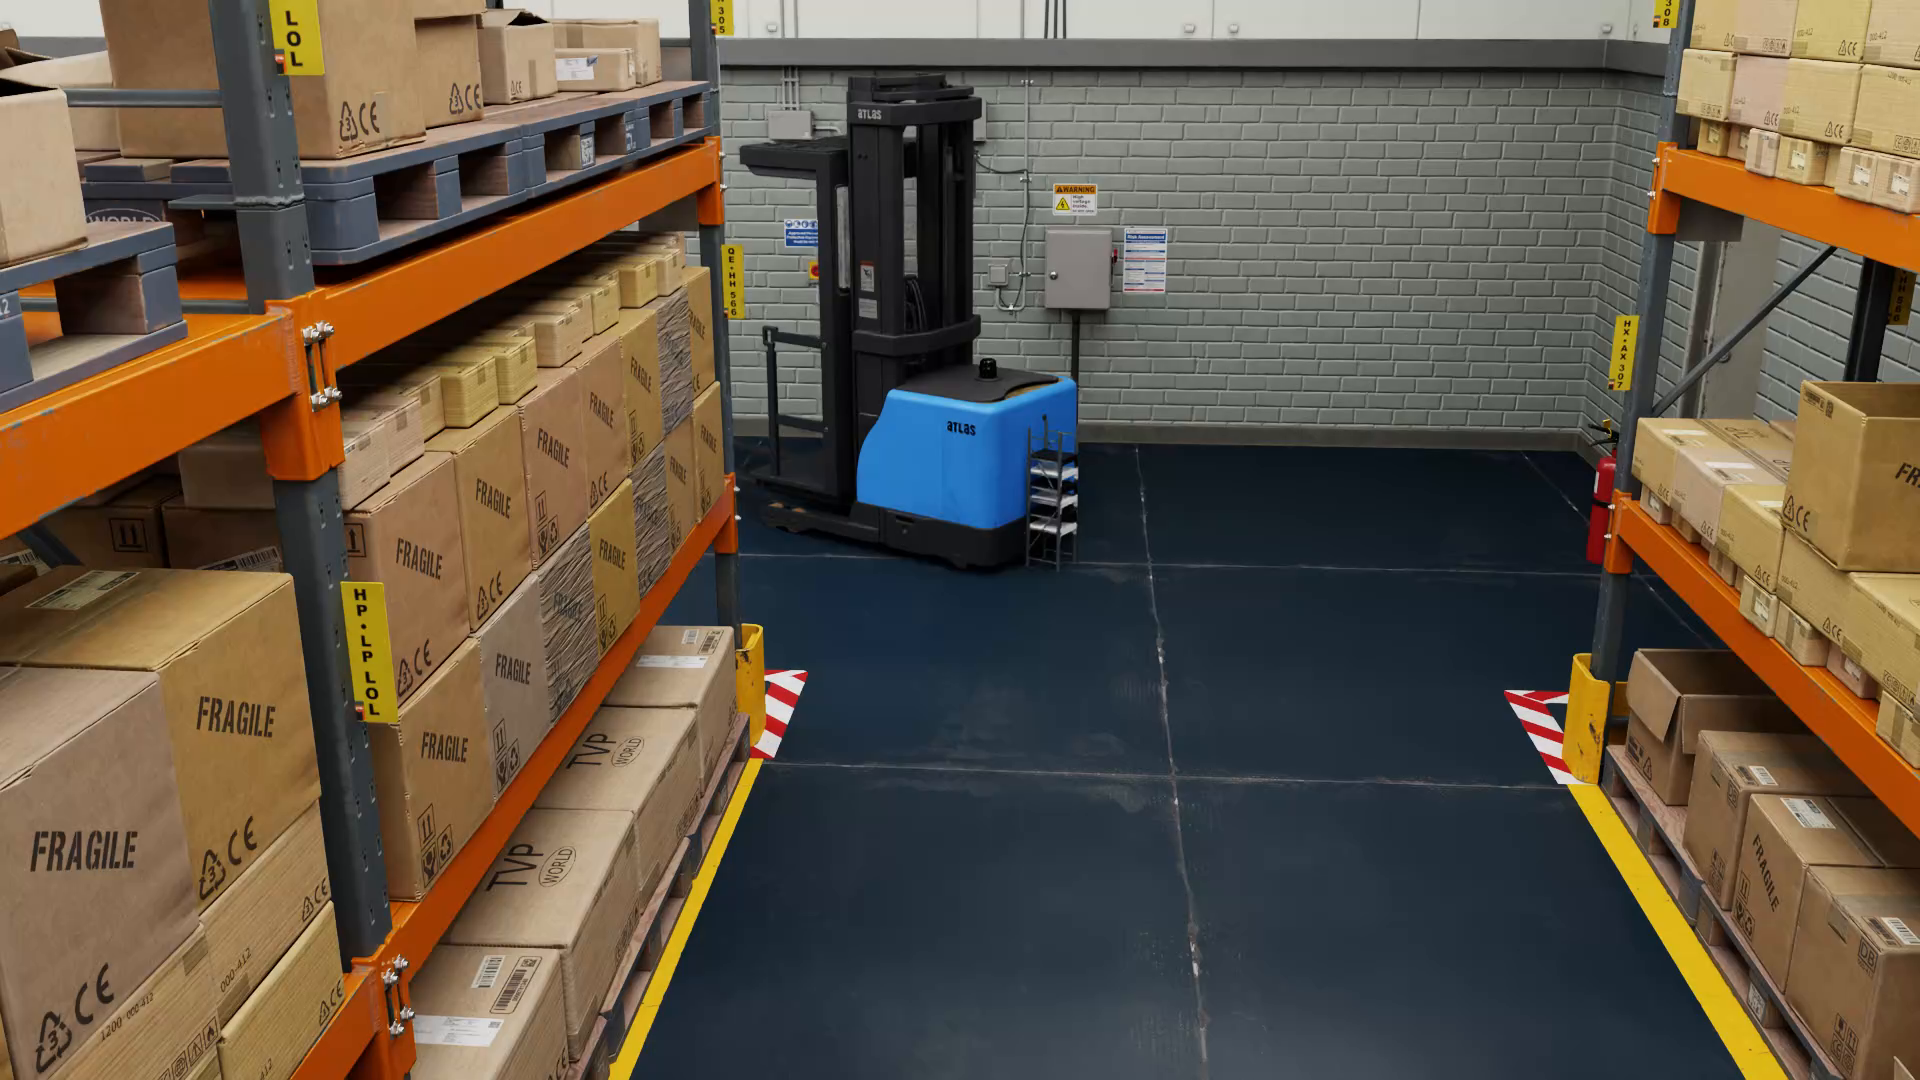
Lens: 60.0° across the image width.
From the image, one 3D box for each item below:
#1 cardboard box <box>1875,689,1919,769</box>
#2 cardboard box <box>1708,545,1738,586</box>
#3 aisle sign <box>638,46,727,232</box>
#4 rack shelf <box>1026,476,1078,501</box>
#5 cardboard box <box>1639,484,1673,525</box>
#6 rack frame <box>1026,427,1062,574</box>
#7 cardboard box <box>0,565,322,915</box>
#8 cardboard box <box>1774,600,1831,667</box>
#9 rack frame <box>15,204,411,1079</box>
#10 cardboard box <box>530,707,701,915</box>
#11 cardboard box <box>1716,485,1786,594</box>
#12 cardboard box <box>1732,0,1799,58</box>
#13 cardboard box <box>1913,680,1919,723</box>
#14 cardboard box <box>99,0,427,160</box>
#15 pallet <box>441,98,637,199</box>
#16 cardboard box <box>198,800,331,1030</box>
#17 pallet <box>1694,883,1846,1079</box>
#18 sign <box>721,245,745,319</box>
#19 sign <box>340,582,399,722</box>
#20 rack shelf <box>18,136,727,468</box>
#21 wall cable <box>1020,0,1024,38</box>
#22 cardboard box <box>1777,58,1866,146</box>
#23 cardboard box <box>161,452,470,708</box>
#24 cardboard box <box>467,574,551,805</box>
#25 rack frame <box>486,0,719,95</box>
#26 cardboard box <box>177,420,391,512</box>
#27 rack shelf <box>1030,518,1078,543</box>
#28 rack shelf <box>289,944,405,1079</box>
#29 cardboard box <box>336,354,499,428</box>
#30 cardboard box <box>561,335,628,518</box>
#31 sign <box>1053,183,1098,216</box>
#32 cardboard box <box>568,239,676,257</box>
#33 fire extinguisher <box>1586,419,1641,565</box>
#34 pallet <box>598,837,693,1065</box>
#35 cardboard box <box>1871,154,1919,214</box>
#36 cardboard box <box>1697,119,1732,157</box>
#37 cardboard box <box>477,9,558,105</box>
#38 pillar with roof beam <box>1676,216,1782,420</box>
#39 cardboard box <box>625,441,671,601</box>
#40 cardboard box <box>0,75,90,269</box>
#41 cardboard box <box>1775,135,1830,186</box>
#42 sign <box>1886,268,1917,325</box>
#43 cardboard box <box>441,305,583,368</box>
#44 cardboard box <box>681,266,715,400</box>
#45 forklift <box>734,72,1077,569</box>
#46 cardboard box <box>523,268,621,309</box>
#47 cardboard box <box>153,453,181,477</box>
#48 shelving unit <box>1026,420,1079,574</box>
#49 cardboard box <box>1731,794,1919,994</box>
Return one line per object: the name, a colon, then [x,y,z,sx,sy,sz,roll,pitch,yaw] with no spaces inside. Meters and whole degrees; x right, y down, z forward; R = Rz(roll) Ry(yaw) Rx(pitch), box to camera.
cardboard box: [2.919,0.551,4.829,0.380,0.149,0.250,1,18,3]
cardboard box: [3.075,0.072,6.290,0.380,0.149,0.250,2,18,6]
aisle sign: [-1.230,-1.743,7.252,0.394,0.787,0.004,1,18,4]
rack shelf: [0.570,-0.321,10.276,0.258,0.077,0.200,12,21,32]
cardboard box: [3.110,-0.168,7.021,0.380,0.149,0.250,1,18,3]
rack frame: [0.514,-0.241,10.213,0.240,0.900,0.006,12,21,32]
cardboard box: [-1.612,0.371,3.206,0.500,0.500,0.500,2,18,6]
cardboard box: [2.970,0.314,5.552,0.380,0.149,0.250,2,18,5]
rack frame: [-1.831,0.750,3.818,1.000,3.000,0.127,1,18,4]
cardboard box: [-1.549,1.017,6.443,0.875,0.438,0.875,2,18,5]
cardboard box: [3.037,-0.004,5.882,0.500,0.250,0.500,1,18,3]
cardboard box: [3.070,-1.826,5.823,0.500,0.250,0.500,1,18,4]
cardboard box: [2.935,0.470,4.436,0.500,0.250,0.500,1,18,4]
cardboard box: [-1.579,-1.148,3.798,0.500,0.500,0.500,2,18,5]
pallet: [-1.671,-1.265,5.293,1.003,0.211,1.213,1,18,4]
cardboard box: [-1.620,0.726,3.329,0.500,0.250,0.500,1,18,4]
pallet: [3.256,1.591,5.728,1.003,0.211,1.213,1,18,4]
sign: [-1.004,-1.139,7.342,0.100,0.325,0.005,1,18,4]
sign: [-1.289,0.246,3.622,0.100,0.325,0.005,1,18,4]
rack shelf: [-1.687,-0.955,5.359,1.077,0.370,4.000,1,18,4]
wall cable: [-0.667,-5.099,12.032,2.355,3.000,0.029,1,18,4]
cardboard box: [3.038,-1.430,5.415,0.500,0.250,0.500,1,18,2]
cardboard box: [-1.555,0.084,4.082,0.500,0.500,0.500,1,18,4]
cardboard box: [-1.496,0.406,4.706,0.500,0.500,0.500,1,18,4]
rack frame: [-1.544,-3.344,6.675,1.000,3.000,0.127,1,18,4]
cardboard box: [-1.549,-0.174,3.827,0.380,0.149,0.250,1,18,3]
rack shelf: [0.570,-0.065,10.360,0.258,0.077,0.200,12,21,32]
rack shelf: [-1.974,1.713,2.034,1.077,0.370,4.000,1,18,4]
cardboard box: [-1.492,-0.410,4.548,0.380,0.149,0.250,1,18,4]
cardboard box: [-1.426,-0.388,5.523,0.500,0.500,0.500,1,18,4]
sign: [0.882,-2.610,12.746,0.339,0.242,0.001,1,18,4]
cardboard box: [-1.364,-1.128,6.741,0.380,0.149,0.250,2,18,5]
fire extinguisher: [2.957,-0.225,7.516,0.296,0.674,0.183,1,18,4]
pallet: [-1.613,1.460,6.127,1.003,0.211,1.213,1,18,4]
cardboard box: [2.933,-1.044,4.878,0.380,0.149,0.250,2,18,5]
cardboard box: [3.152,-1.595,6.561,0.380,0.149,0.250,2,18,5]
cardboard box: [-1.701,-1.659,5.660,0.500,0.311,0.500,2,18,5]
pillar with roof beam: [0.206,-4.147,9.128,9.100,9.000,0.400,1,18,4]
cardboard box: [-1.393,-0.069,6.156,0.500,0.500,0.500,2,18,6]
cardboard box: [-1.684,-0.555,2.450,0.500,0.311,0.500,1,18,4]
cardboard box: [2.992,-1.277,5.590,0.380,0.149,0.250,1,18,4]
sign: [3.959,-1.065,6.988,0.100,0.325,0.005,1,18,4]
cardboard box: [-1.421,-0.646,5.270,0.380,0.149,0.250,1,18,4]
cardboard box: [-1.341,-0.860,6.965,0.500,0.500,0.500,2,18,6]
forklift: [-0.723,-1.558,10.971,3.031,2.935,1.130,13,22,34]
cardboard box: [-1.447,-0.889,6.012,0.380,0.149,0.250,1,18,3]
cardboard box: [-1.999,-0.264,4.102,0.380,0.149,0.250,2,18,5]
shelving unit: [0.570,-0.267,10.294,0.258,0.900,0.210,12,21,32]
cardboard box: [3.031,1.220,5.723,0.500,0.500,0.500,2,18,5]
